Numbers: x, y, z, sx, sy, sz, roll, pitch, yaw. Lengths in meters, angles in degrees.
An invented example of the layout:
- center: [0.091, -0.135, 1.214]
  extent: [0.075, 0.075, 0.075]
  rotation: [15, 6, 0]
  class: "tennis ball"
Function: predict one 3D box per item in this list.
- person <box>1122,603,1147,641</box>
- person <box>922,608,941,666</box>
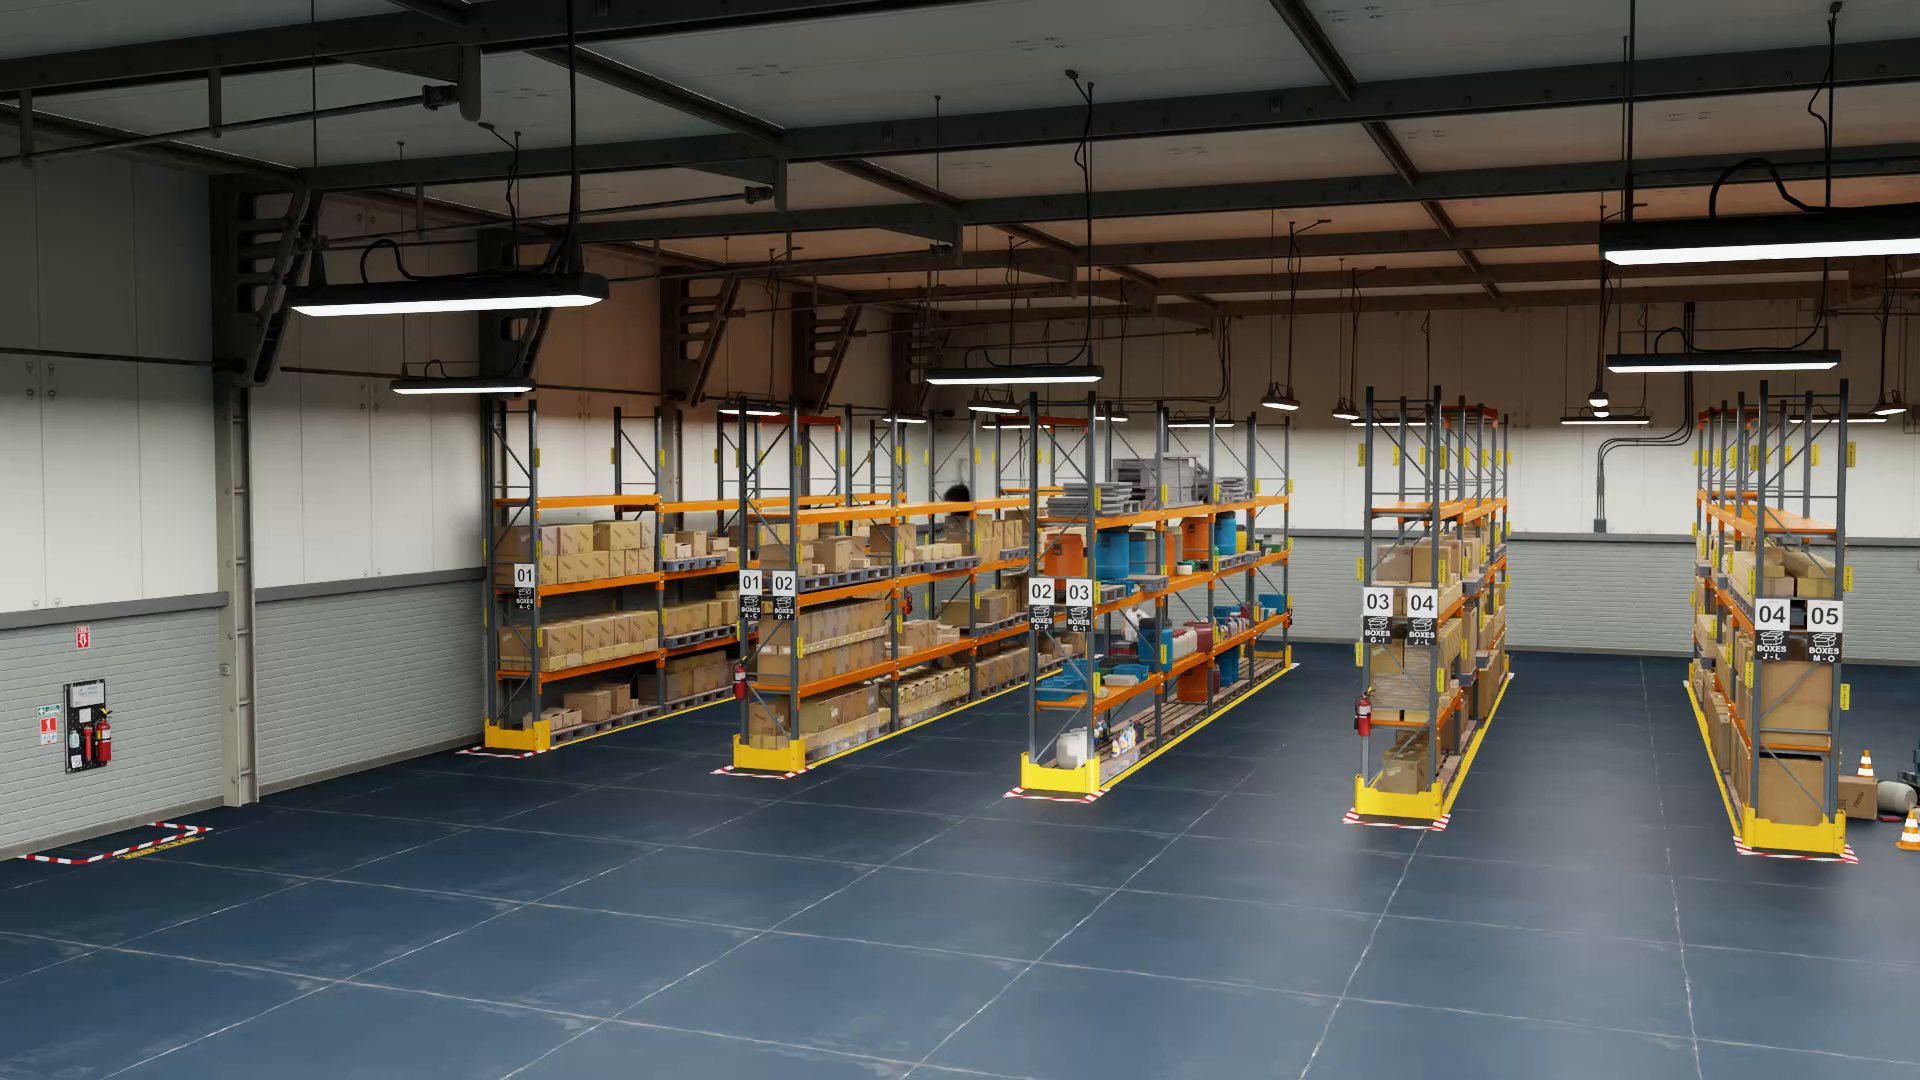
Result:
- center: [4.015, 2.234, 38.383]
  extent: [0.628, 1.819, 0.730]
  rotation: [1, 3, 14]
  class: "person"
- center: [-0.629, 2.308, 37.756]
  extent: [0.533, 1.713, 0.803]
  rotation: [1, 3, 28]
  class: "person"
